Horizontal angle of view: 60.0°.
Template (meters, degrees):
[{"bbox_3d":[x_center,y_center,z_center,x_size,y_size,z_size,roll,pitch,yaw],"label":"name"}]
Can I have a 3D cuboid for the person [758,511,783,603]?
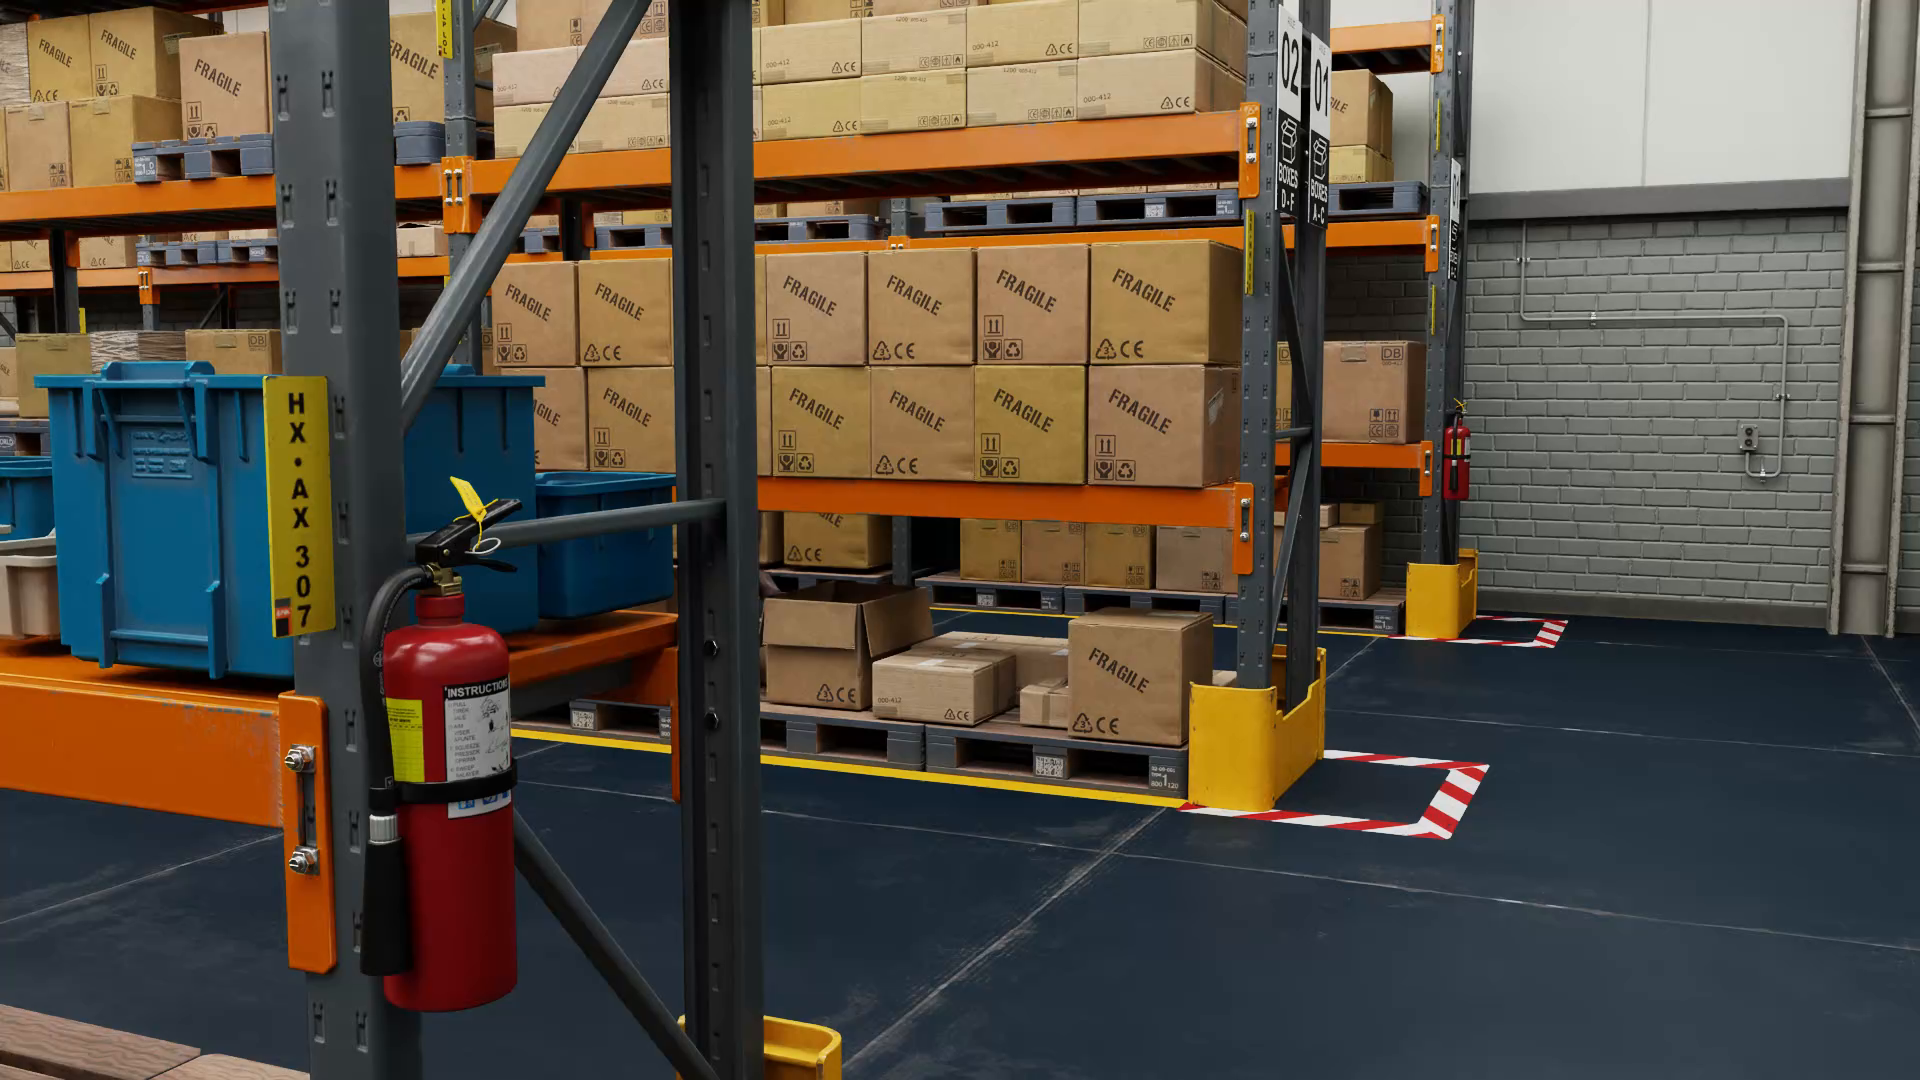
[{"bbox_3d":[-1.427,-0.153,10.609,0.821,1.694,0.532,5,7,40],"label":"person"}]
